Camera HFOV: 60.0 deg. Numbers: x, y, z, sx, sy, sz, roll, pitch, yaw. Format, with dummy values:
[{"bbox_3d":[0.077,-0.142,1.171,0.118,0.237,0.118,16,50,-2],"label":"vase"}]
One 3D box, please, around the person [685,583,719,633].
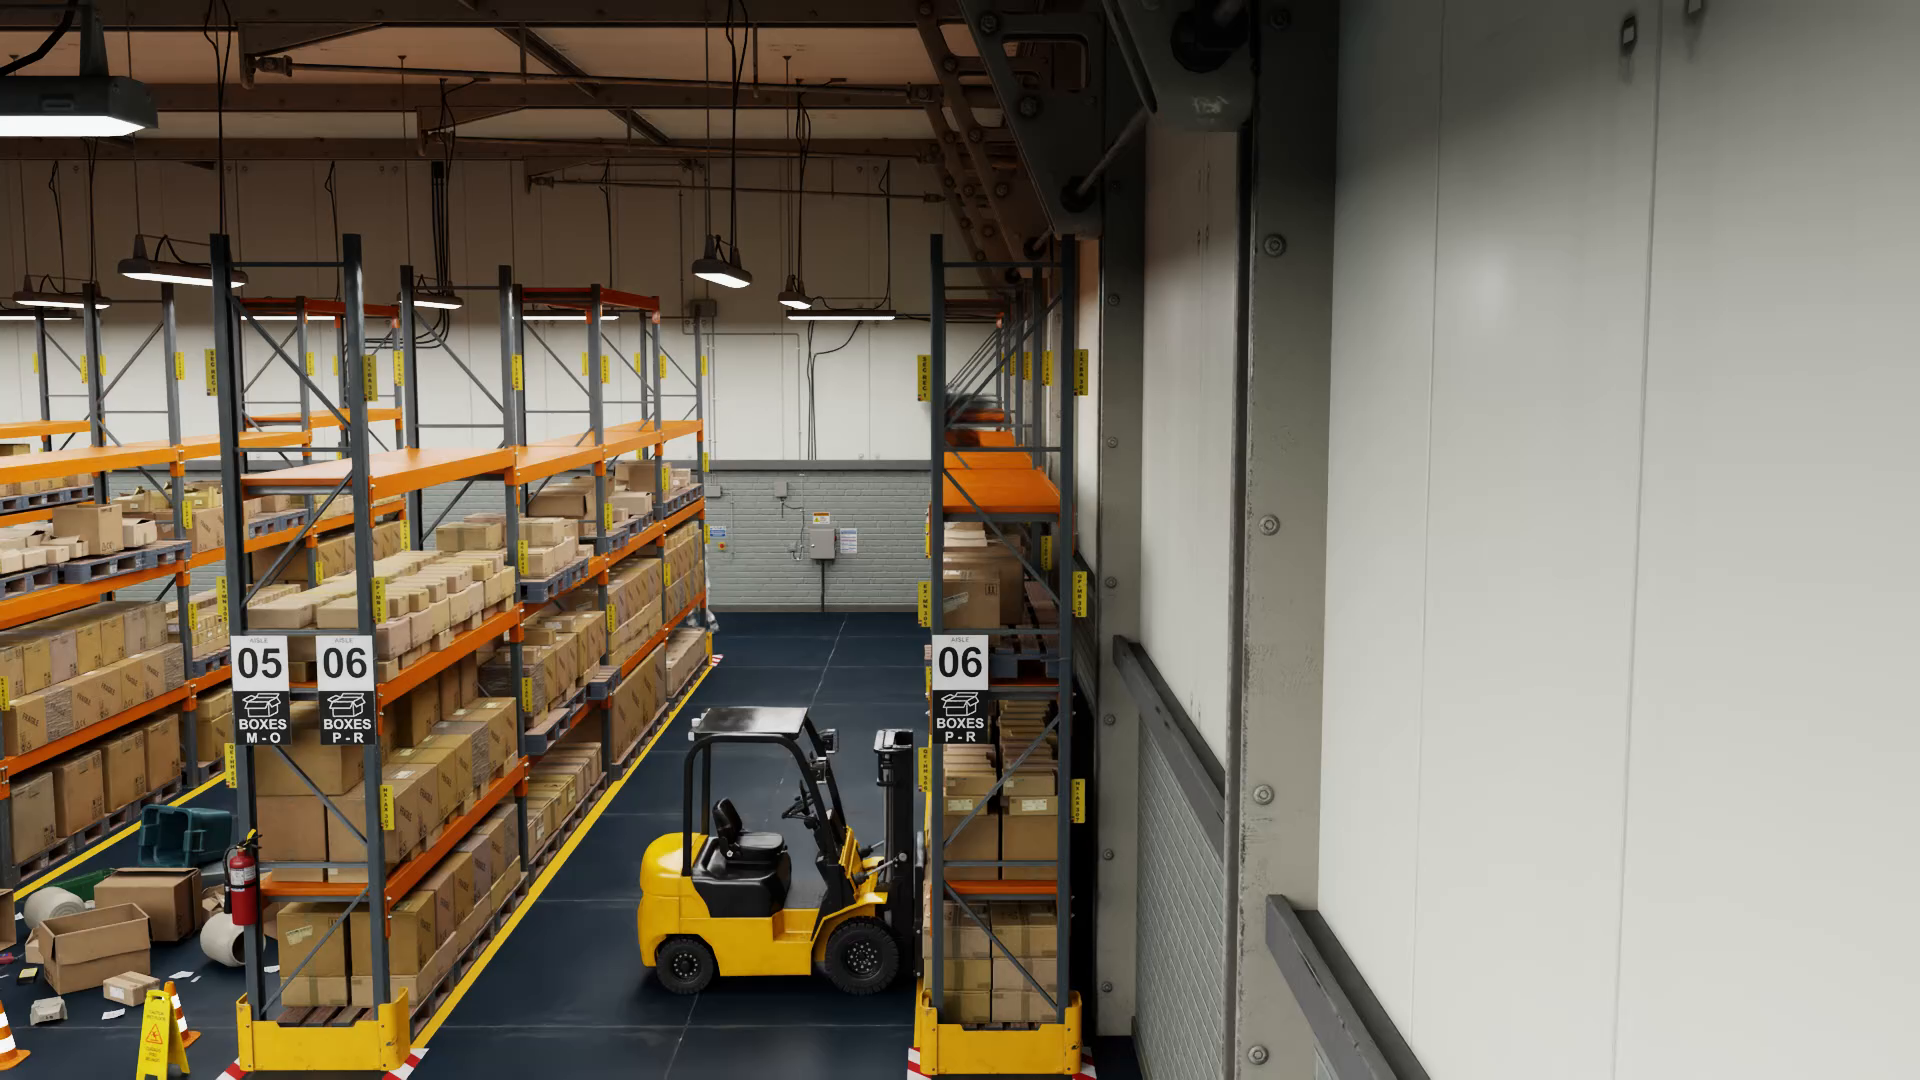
[{"bbox_3d":[-4.880,0.909,30.766,0.841,1.741,0.678,-3,7,-28],"label":"person"}]
